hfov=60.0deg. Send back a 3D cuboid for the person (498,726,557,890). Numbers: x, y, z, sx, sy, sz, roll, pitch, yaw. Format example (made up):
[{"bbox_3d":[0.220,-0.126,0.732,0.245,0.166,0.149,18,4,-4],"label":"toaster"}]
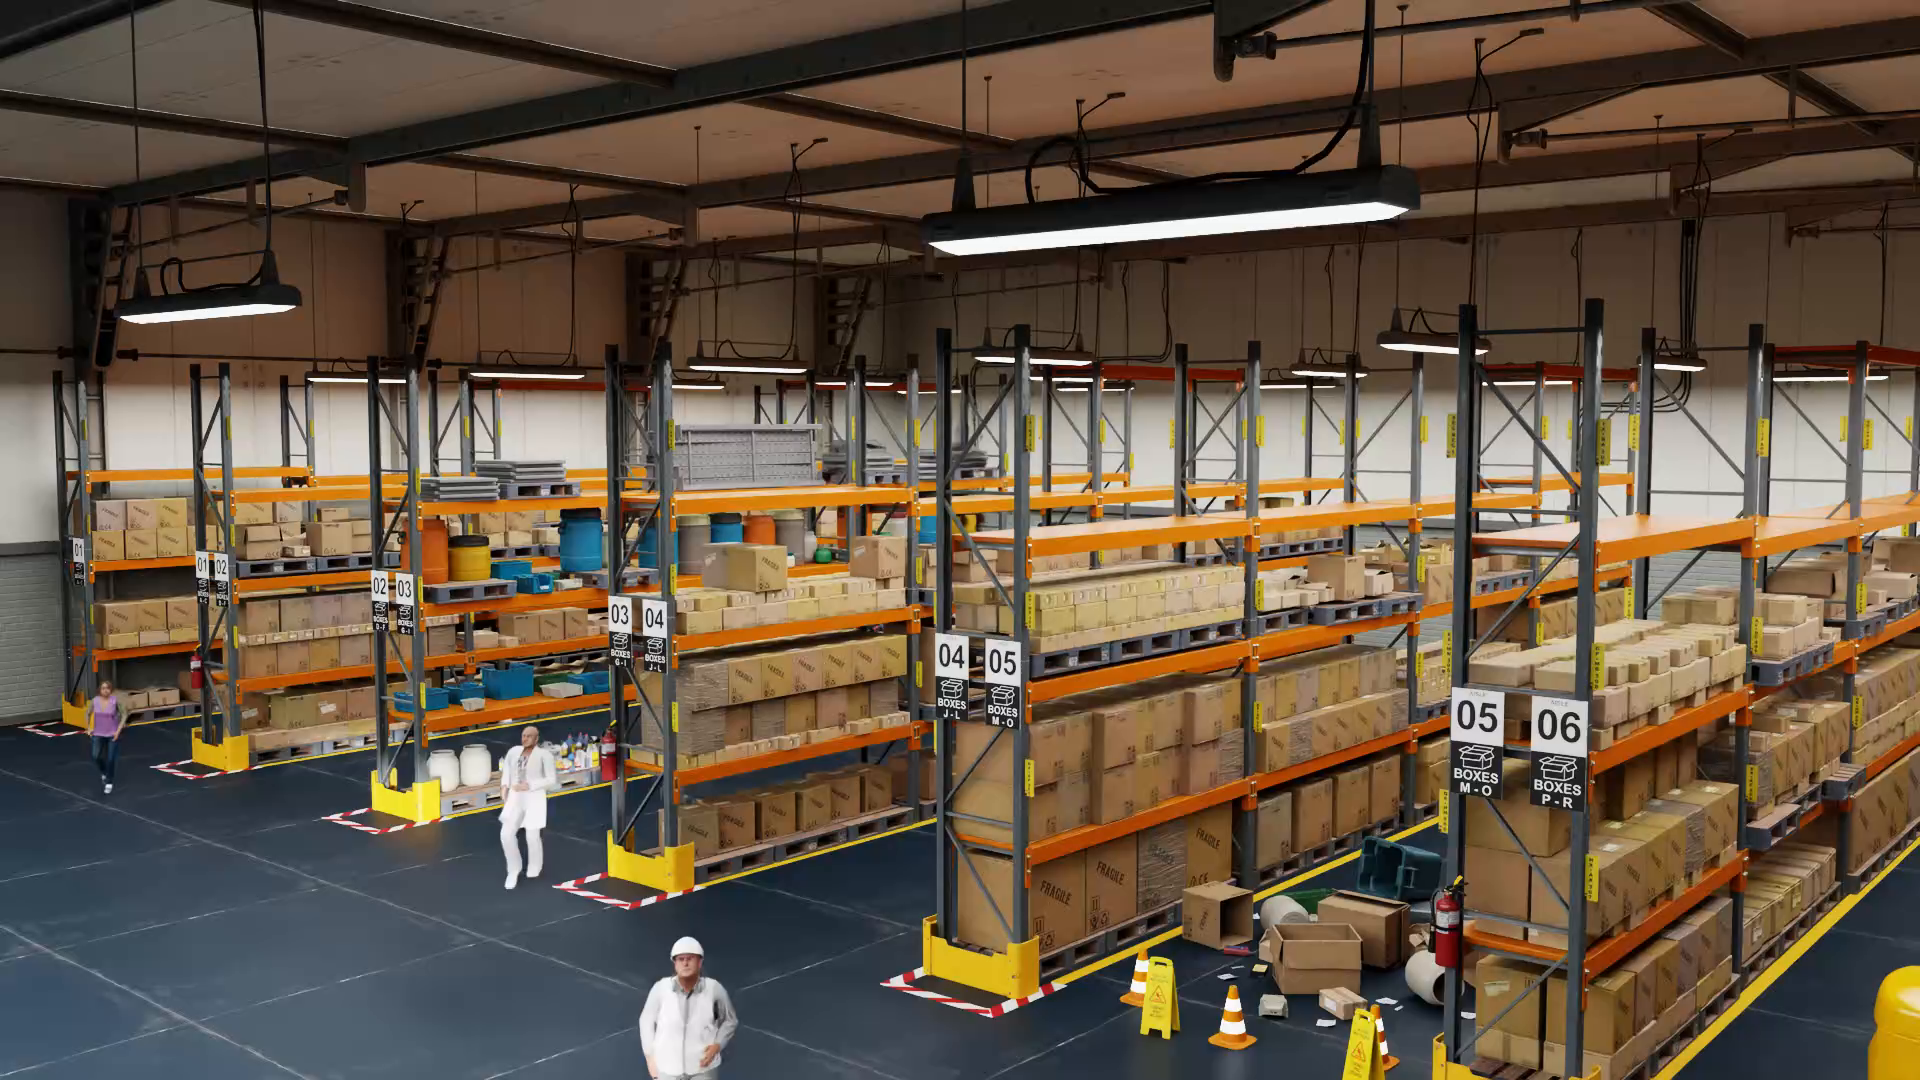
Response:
[{"bbox_3d":[-4.808,2.960,18.514,0.705,1.807,0.724,0,4,5],"label":"person"}]

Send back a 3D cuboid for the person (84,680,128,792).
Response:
[{"bbox_3d":[-11.855,2.731,23.051,0.564,1.564,0.458,-1,4,-15],"label":"person"}]

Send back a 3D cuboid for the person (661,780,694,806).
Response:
[{"bbox_3d":[-3.546,2.887,20.933,0.534,1.534,0.513,3,5,38],"label":"person"}]

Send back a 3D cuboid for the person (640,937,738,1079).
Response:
[{"bbox_3d":[-1.823,3.506,11.181,0.662,1.708,0.627,0,4,-3],"label":"person"}]
